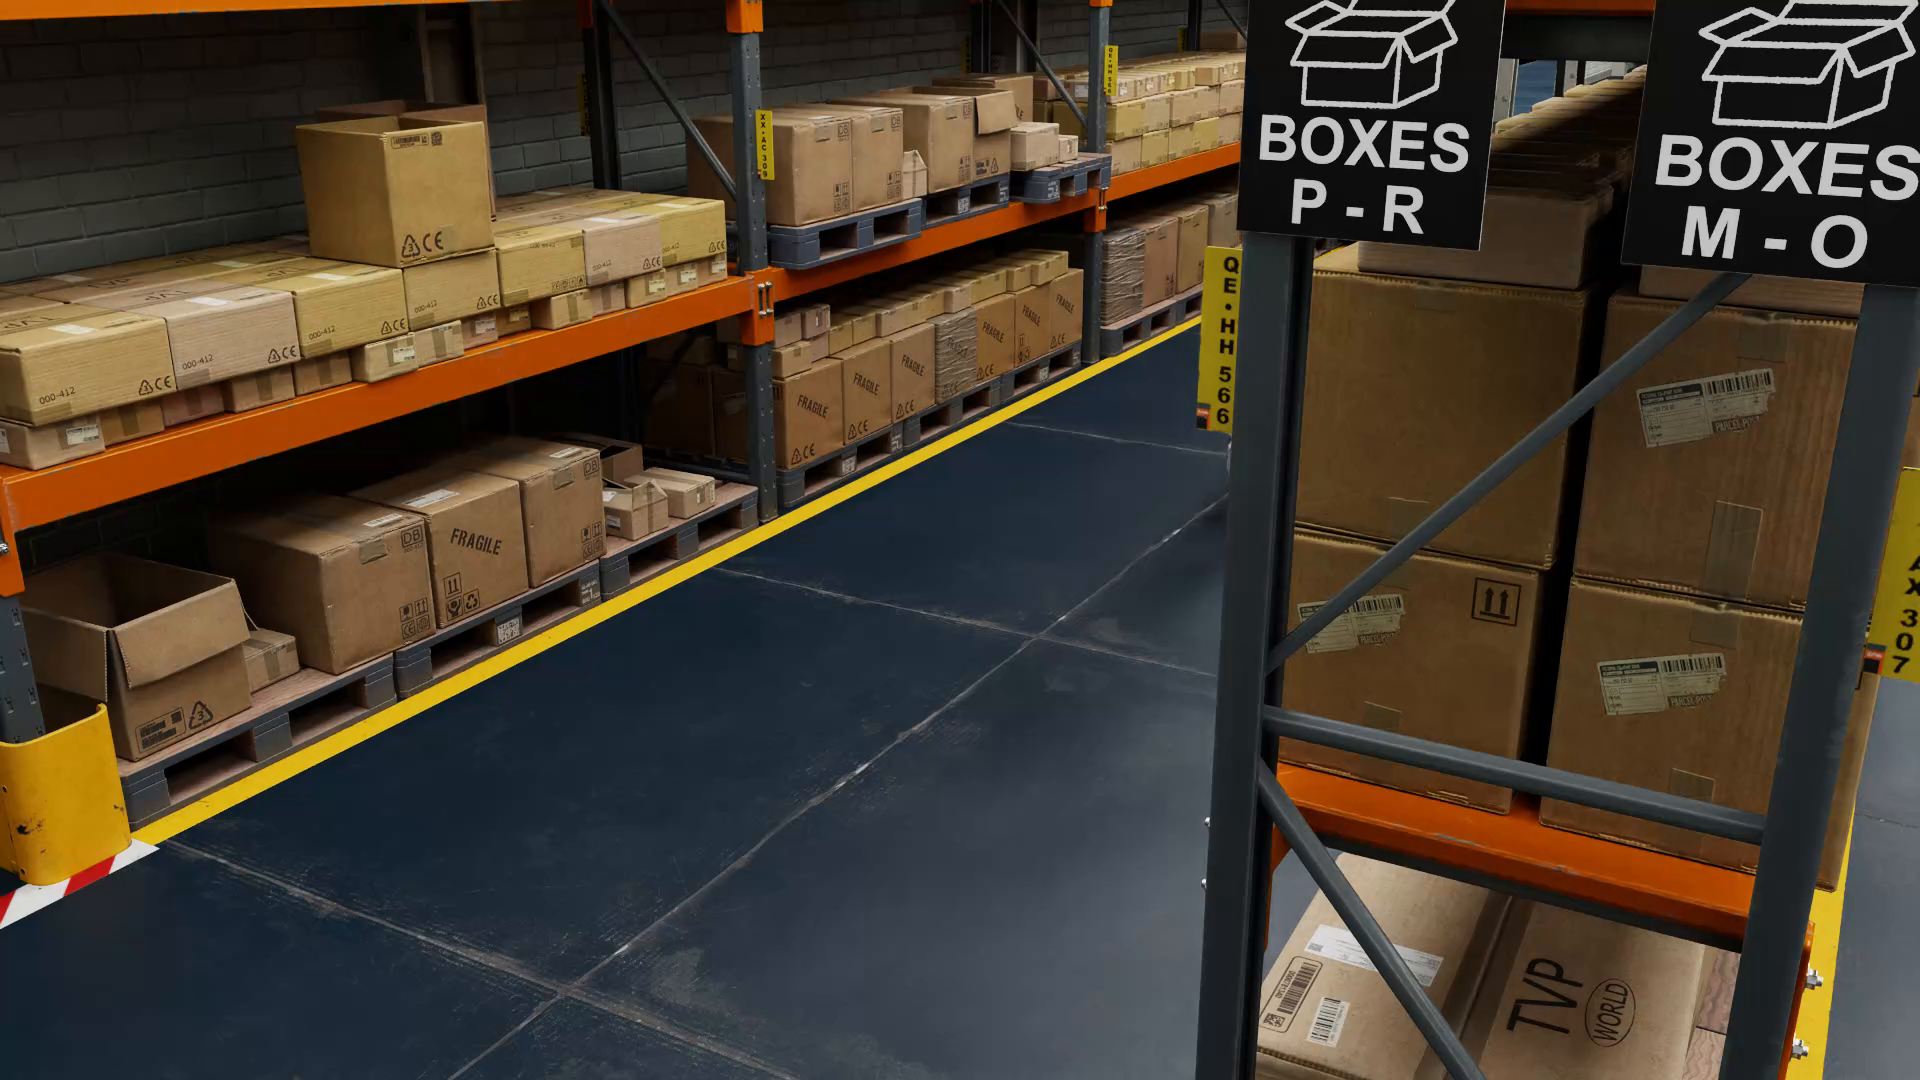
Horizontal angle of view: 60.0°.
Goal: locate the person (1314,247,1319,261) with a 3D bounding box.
[{"bbox_3d":[1.843,-1.186,9.383,0.444,1.531,0.900,10,22,26],"label":"person"}]
